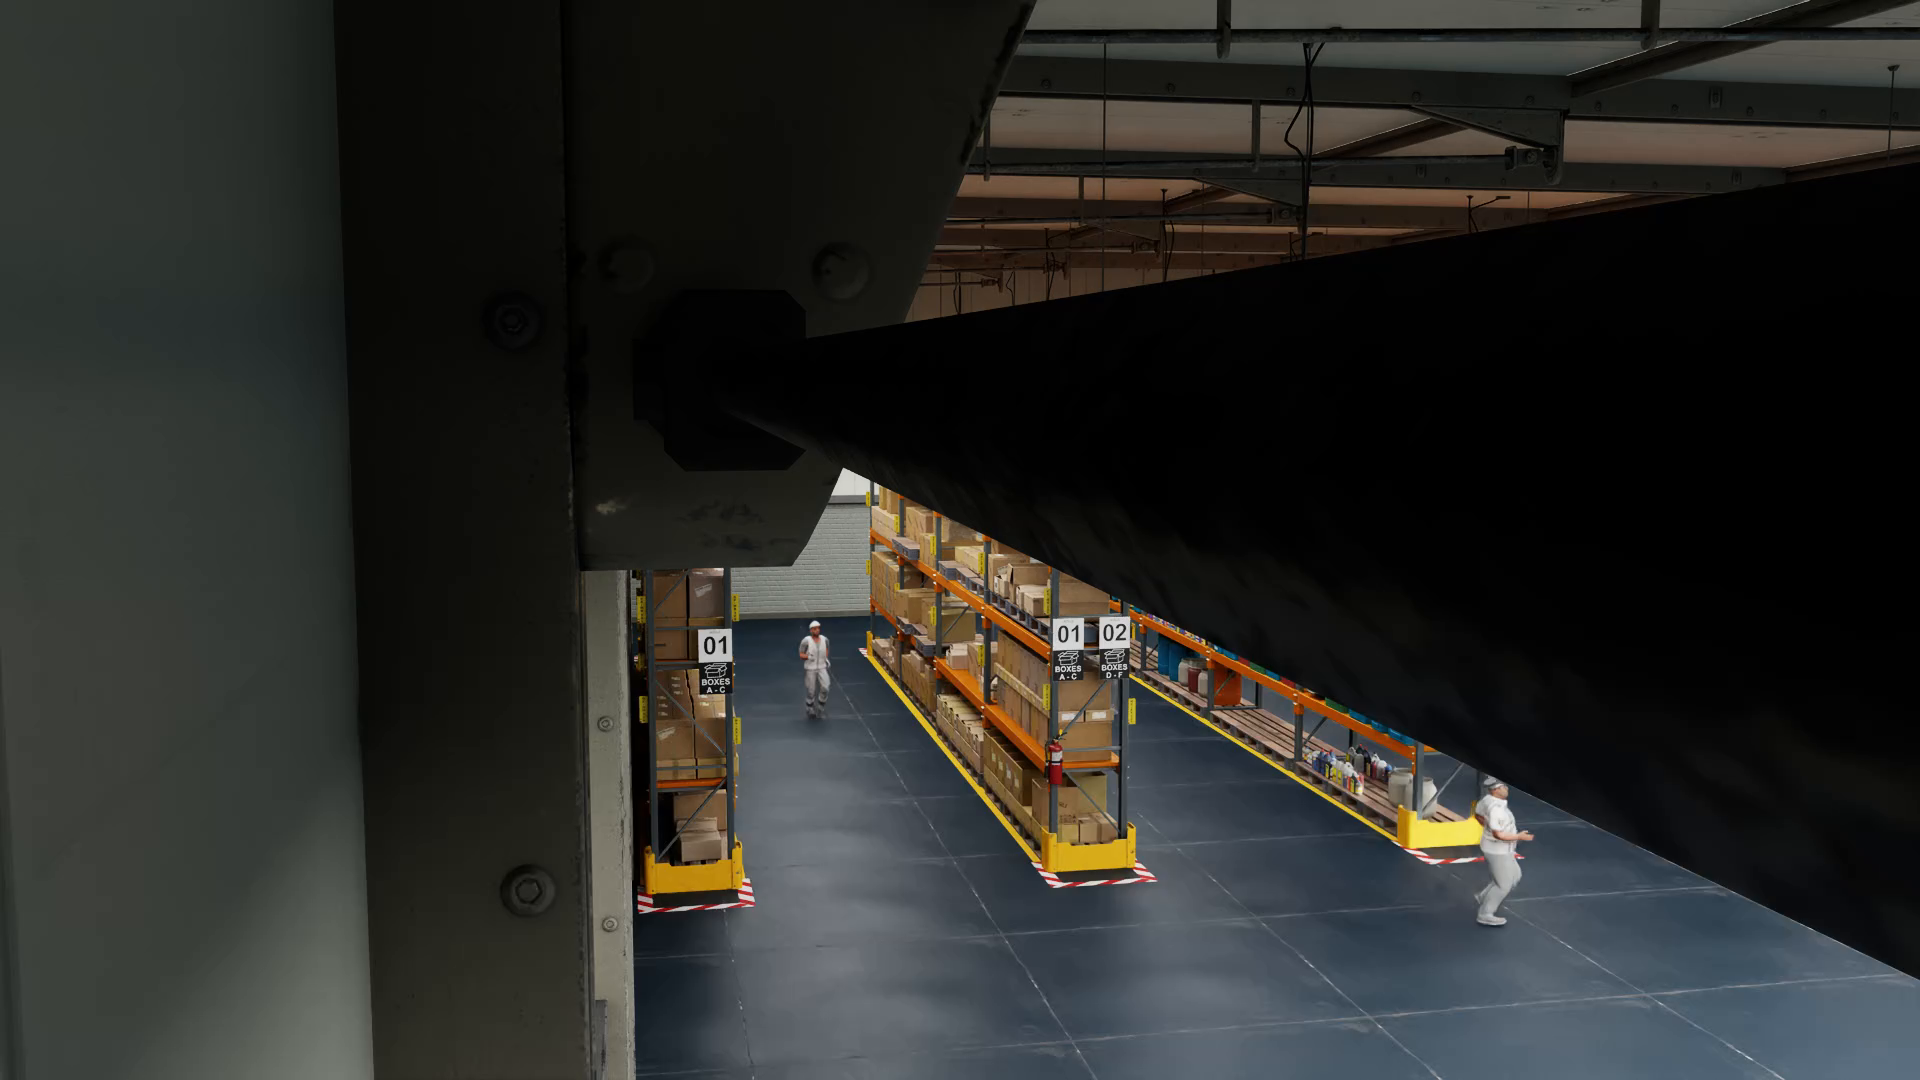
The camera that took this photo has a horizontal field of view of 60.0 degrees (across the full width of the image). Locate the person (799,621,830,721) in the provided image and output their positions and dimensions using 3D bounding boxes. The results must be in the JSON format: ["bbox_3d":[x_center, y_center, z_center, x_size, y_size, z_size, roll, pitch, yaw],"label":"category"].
[{"bbox_3d":[-2.574,2.347,29.778,0.608,1.816,0.747,-2,6,-20],"label":"person"}]

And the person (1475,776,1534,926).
[{"bbox_3d":[6.156,3.494,18.821,0.602,1.744,0.650,1,6,11],"label":"person"}]

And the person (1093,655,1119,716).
[{"bbox_3d":[2.691,2.315,30.472,0.600,1.681,0.892,-2,6,-20],"label":"person"}]
